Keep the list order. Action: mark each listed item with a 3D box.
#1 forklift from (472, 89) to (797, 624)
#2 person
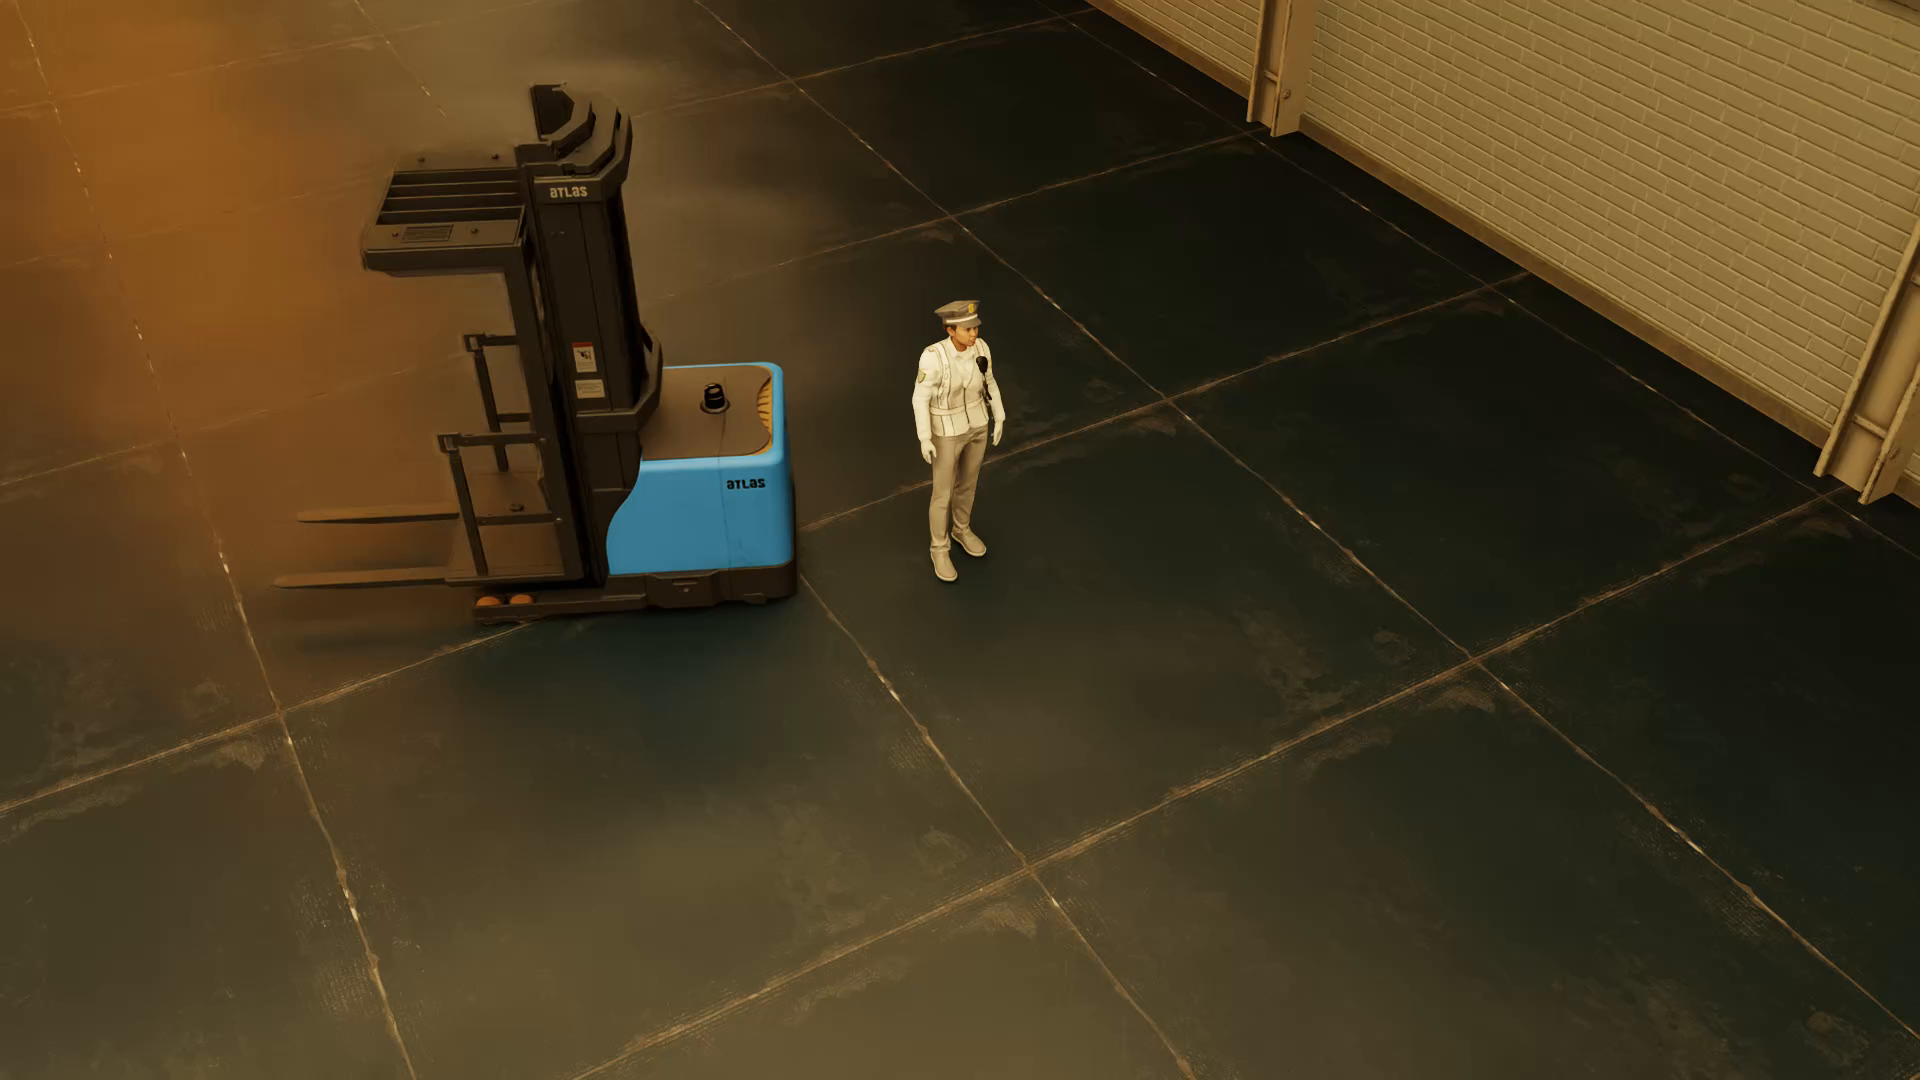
[{"bbox_3d":[-1.971,-0.993,9.284,1.939,2.867,1.129,-3,40,-4],"label":"forklift"},{"bbox_3d":[0.028,-0.590,9.738,0.568,1.651,0.501,-20,44,-23],"label":"person"}]
